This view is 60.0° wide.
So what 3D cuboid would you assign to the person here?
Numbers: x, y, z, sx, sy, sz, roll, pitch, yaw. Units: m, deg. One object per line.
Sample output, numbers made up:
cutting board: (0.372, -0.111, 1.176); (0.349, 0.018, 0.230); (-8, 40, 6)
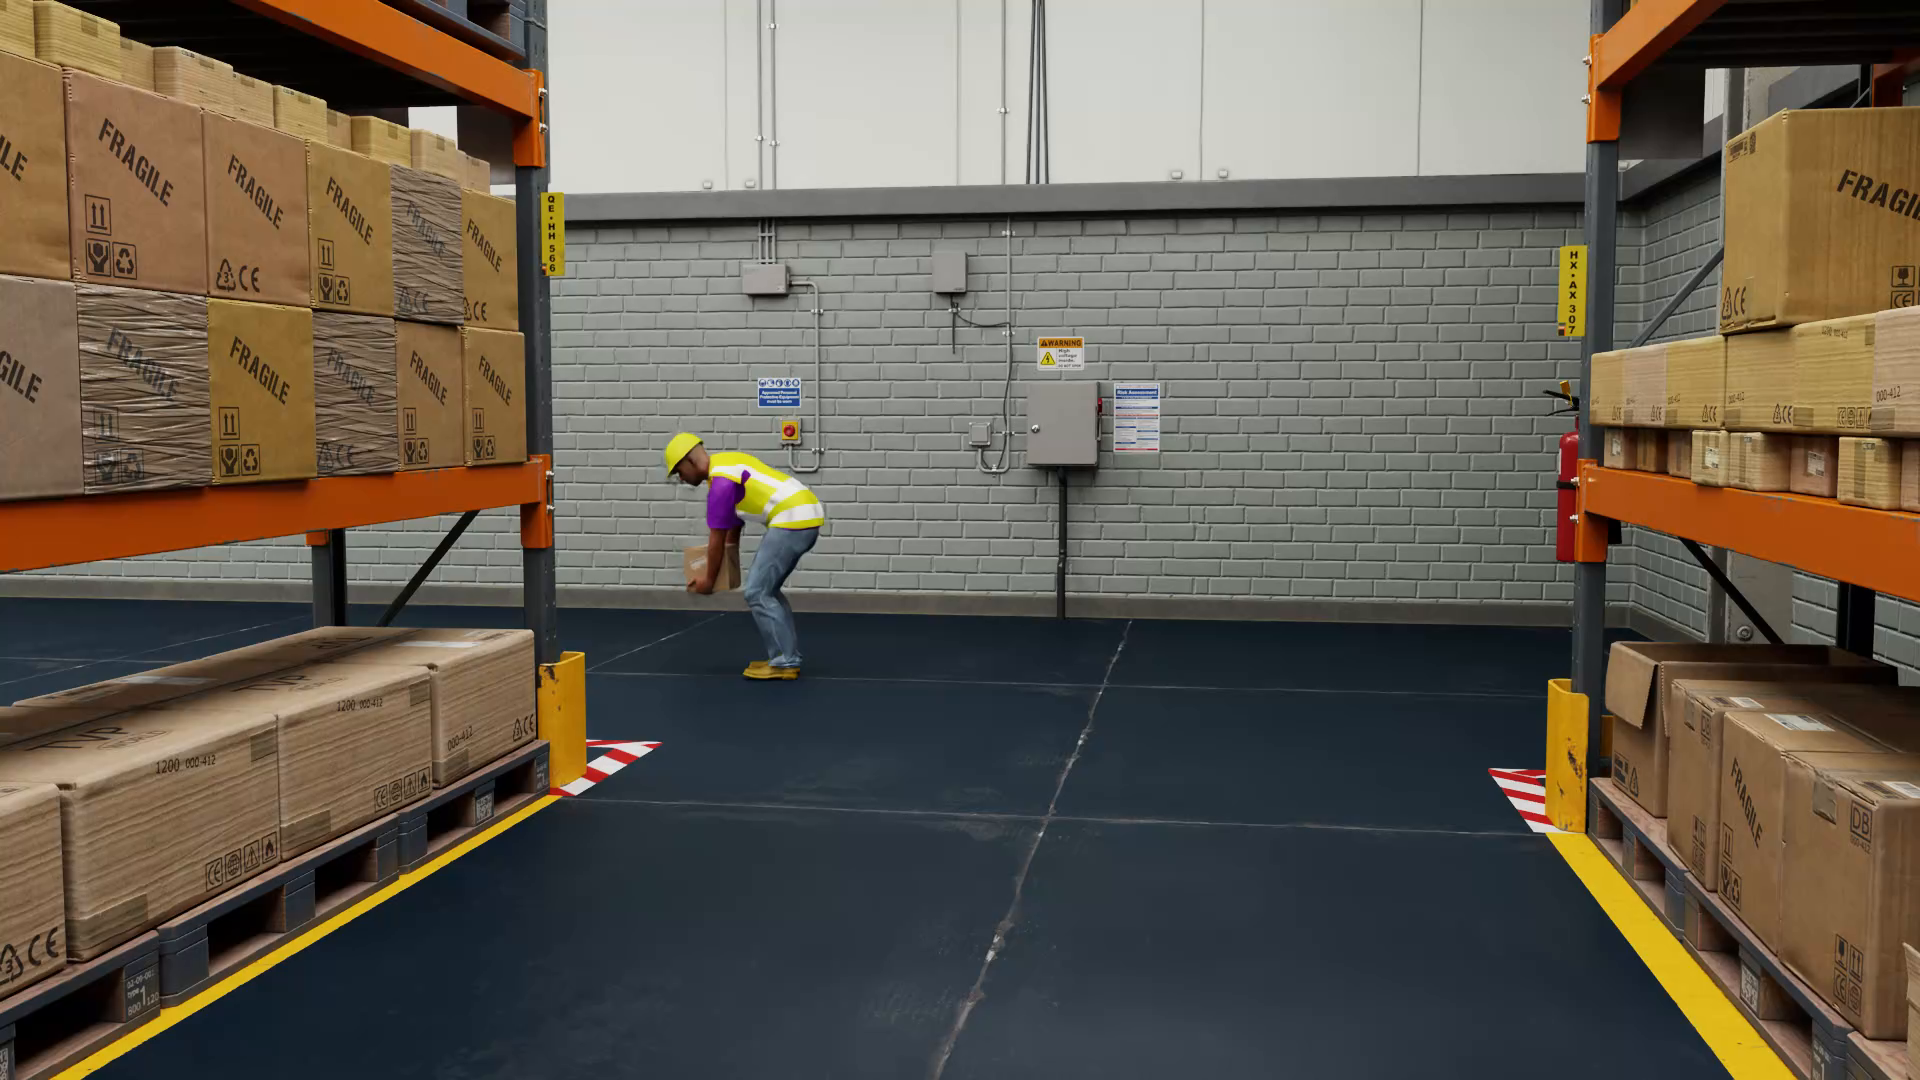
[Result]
person: (-1.222, 0.083, 9.418); (0.898, 1.376, 0.490); (1, 4, 7)
